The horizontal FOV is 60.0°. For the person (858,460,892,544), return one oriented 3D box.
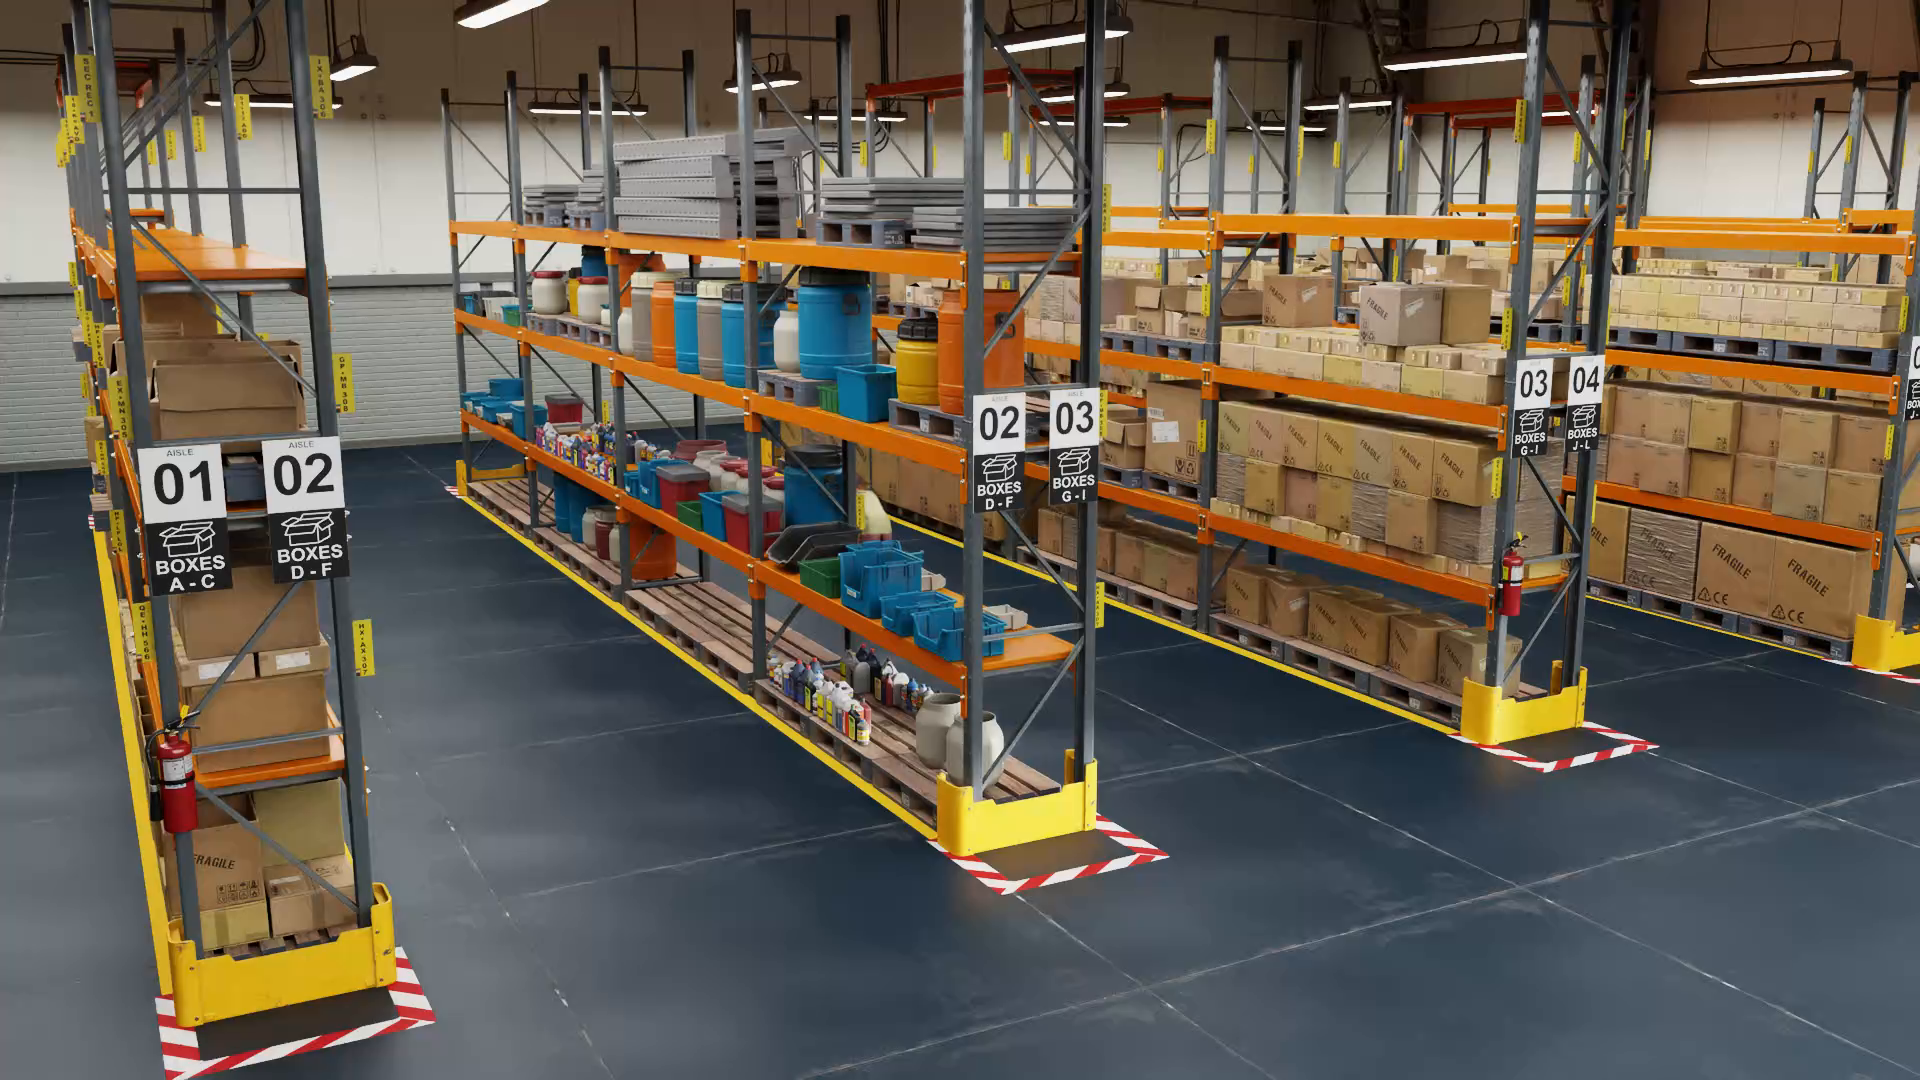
[{"bbox_3d":[-0.970,-0.076,18.352,0.425,1.664,0.558,-6,13,-27],"label":"person"}]
